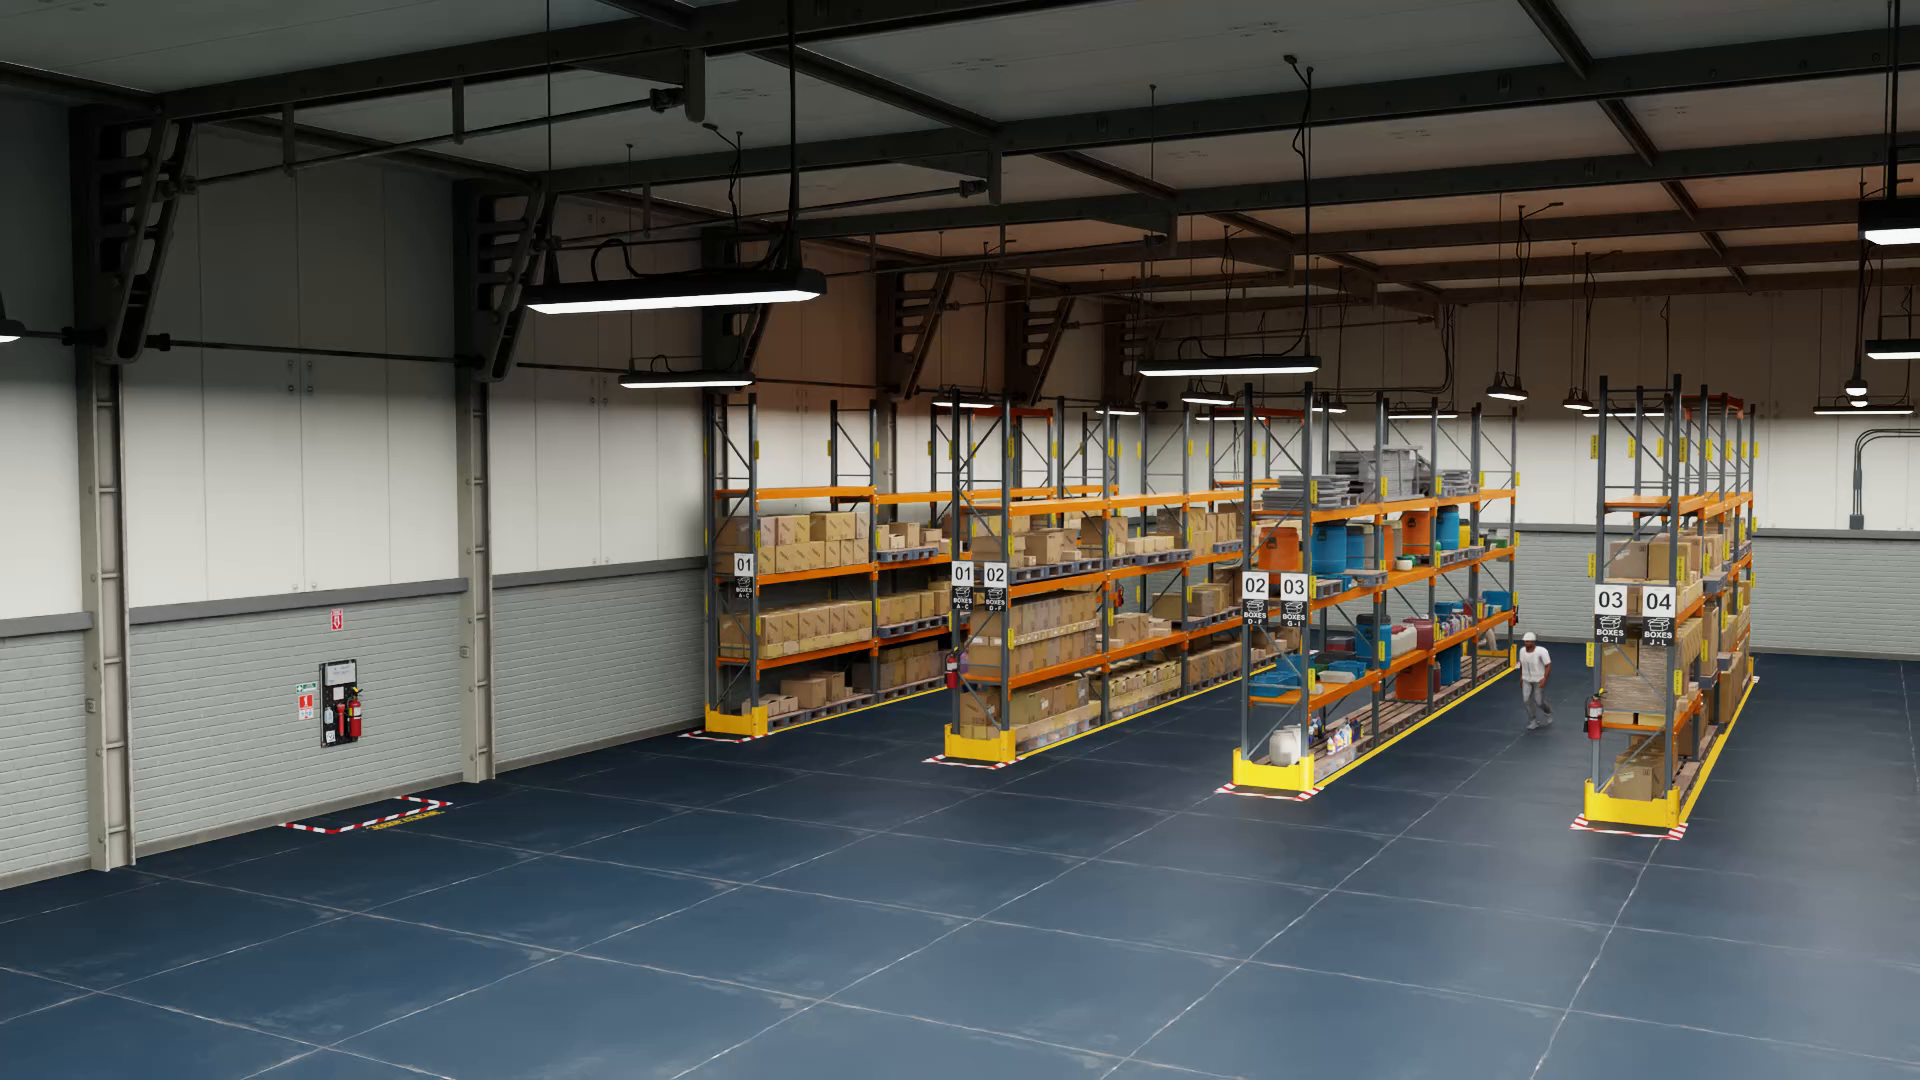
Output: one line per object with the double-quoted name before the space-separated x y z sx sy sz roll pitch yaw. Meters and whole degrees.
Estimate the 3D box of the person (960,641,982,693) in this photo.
"person" 0.123 2.585 30.030 0.449 1.550 0.929 3 4 41

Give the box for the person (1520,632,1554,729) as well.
"person" 10.397 2.519 29.985 0.717 1.732 0.630 -3 4 -42

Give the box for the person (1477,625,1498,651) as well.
"person" 12.743 2.033 40.136 0.524 1.619 1.079 -2 3 -28
